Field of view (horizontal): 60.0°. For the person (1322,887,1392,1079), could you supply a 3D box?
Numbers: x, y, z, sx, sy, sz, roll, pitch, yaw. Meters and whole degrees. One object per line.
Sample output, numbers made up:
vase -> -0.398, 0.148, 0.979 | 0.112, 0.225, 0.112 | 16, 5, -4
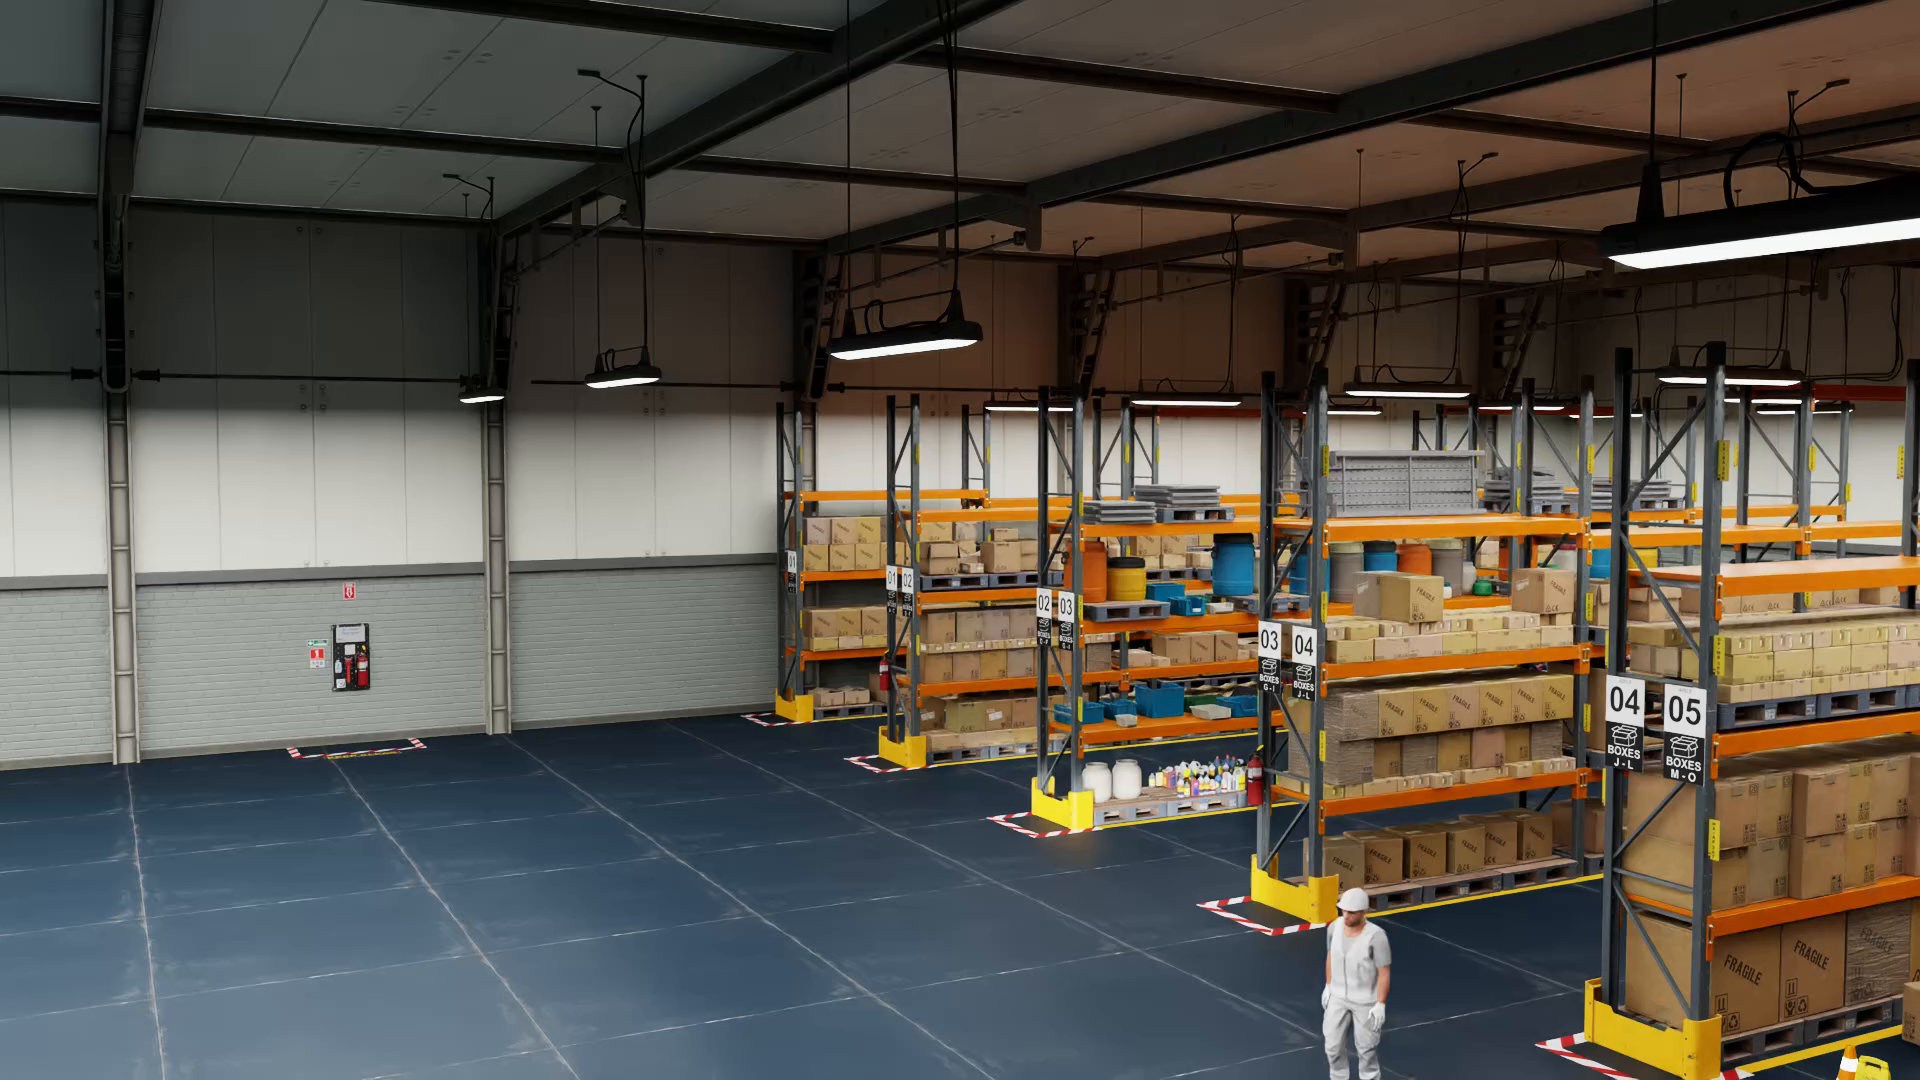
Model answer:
person -> 3.033, 3.570, 12.739 | 0.617, 1.860, 0.452 | 3, 4, 42
